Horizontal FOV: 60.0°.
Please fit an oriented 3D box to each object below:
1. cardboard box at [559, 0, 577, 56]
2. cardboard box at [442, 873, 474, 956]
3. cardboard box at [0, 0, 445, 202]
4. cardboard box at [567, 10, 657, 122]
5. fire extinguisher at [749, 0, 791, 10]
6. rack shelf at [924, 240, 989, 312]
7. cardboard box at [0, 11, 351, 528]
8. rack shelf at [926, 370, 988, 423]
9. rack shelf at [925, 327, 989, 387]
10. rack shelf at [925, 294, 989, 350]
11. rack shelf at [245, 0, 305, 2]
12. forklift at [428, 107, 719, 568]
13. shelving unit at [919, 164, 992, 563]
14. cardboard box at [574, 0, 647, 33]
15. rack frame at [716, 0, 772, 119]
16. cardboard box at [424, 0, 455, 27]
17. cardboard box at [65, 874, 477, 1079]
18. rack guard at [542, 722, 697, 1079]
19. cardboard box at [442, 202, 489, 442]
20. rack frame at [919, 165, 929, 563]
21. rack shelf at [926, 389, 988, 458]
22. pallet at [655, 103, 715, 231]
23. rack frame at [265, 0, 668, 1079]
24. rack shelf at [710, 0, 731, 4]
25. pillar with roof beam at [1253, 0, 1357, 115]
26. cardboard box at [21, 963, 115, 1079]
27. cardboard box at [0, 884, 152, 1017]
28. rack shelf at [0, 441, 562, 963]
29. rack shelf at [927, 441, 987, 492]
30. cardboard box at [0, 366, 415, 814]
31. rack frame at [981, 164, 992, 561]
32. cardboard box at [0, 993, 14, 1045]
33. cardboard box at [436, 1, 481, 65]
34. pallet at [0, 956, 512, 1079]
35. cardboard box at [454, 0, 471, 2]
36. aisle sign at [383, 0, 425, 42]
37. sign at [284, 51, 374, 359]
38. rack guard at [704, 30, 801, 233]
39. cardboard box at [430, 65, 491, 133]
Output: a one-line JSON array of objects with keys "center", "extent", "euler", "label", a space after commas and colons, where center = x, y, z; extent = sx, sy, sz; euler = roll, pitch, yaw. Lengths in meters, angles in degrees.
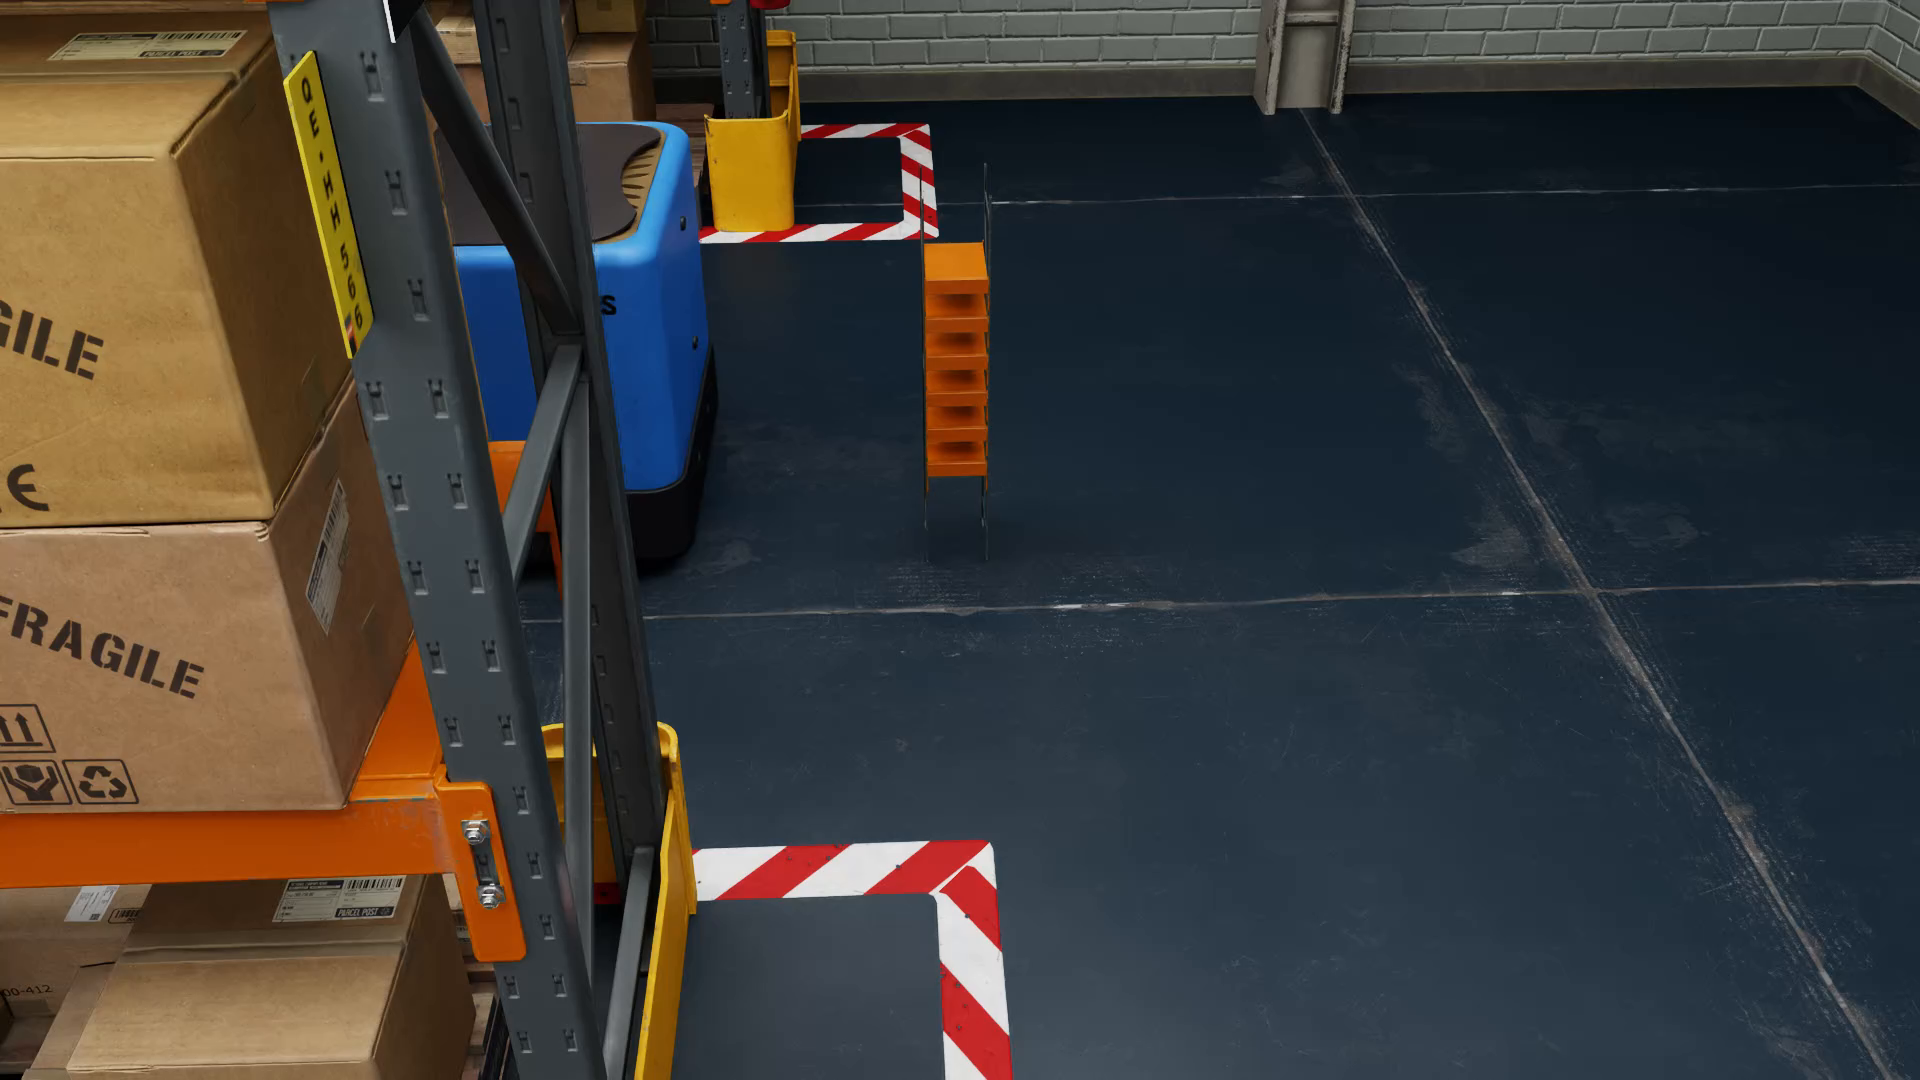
[{"center": [-1.758, -2.122, 6.938], "extent": [0.250, 0.149, 0.380], "euler": [-2, 35, -3], "label": "cardboard box"}, {"center": [-1.140, 0.730, 3.678], "extent": [0.250, 0.149, 0.380], "euler": [-2, 35, -2], "label": "cardboard box"}, {"center": [-1.161, -0.668, 2.612], "extent": [0.500, 0.500, 0.500], "euler": [-1, 35, -1], "label": "cardboard box"}, {"center": [-1.638, -1.962, 7.277], "extent": [0.500, 0.500, 0.700], "euler": [-2, 35, -2], "label": "cardboard box"}, {"center": [-0.771, -2.450, 6.550], "extent": [0.183, 0.674, 0.296], "euler": [-2, 35, -2], "label": "fire extinguisher"}, {"center": [-0.014, -0.752, 4.728], "extent": [0.180, 0.103, 0.258], "euler": [-2, 35, -2], "label": "rack shelf"}, {"center": [-1.137, -0.361, 2.170], "extent": [0.500, 0.500, 0.500], "euler": [-2, 35, -3], "label": "cardboard box"}, {"center": [-0.014, -0.456, 4.933], "extent": [0.180, 0.103, 0.258], "euler": [-2, 35, -2], "label": "rack shelf"}, {"center": [-0.014, -0.555, 4.865], "extent": [0.180, 0.103, 0.258], "euler": [-2, 35, -2], "label": "rack shelf"}, {"center": [-0.014, -0.654, 4.797], "extent": [0.180, 0.103, 0.258], "euler": [-2, 35, -2], "label": "rack shelf"}, {"center": [-2.703, -0.961, 1.999], "extent": [4.000, 0.370, 1.077], "euler": [-2, 35, -2], "label": "rack shelf"}, {"center": [-2.347, -1.363, 4.644], "extent": [3.031, 2.935, 1.130], "euler": [-1, 35, -1], "label": "forklift"}, {"center": [-0.014, -0.493, 4.908], "extent": [0.189, 1.200, 0.258], "euler": [-2, 35, -2], "label": "shelving unit"}, {"center": [-1.523, -2.346, 7.262], "extent": [0.250, 0.149, 0.380], "euler": [-1, 35, -2], "label": "cardboard box"}, {"center": [-0.943, -2.893, 6.795], "extent": [0.127, 3.000, 1.000], "euler": [-2, 35, -2], "label": "rack frame"}, {"center": [-2.278, -2.326, 7.232], "extent": [0.250, 0.149, 0.380], "euler": [-1, 35, -2], "label": "cardboard box"}, {"center": [-1.237, 0.924, 3.089], "extent": [0.500, 0.500, 0.500], "euler": [-2, 35, -2], "label": "cardboard box"}, {"center": [-0.781, 0.952, 3.434], "extent": [0.348, 0.500, 1.175], "euler": [-2, 35, -2], "label": "rack guard"}, {"center": [-1.161, -0.257, 2.897], "extent": [0.500, 0.500, 0.500], "euler": [-1, 35, -1], "label": "cardboard box"}, {"center": [-0.106, -0.491, 4.904], "extent": [0.006, 1.200, 0.240], "euler": [-2, 35, -2], "label": "rack frame"}, {"center": [-0.014, -0.358, 5.002], "extent": [0.180, 0.103, 0.258], "euler": [-2, 35, -2], "label": "rack shelf"}, {"center": [-1.738, -1.681, 7.493], "extent": [1.213, 0.211, 1.003], "euler": [-2, 35, -2], "label": "pallet"}, {"center": [-0.705, -0.077, 2.726], "extent": [0.127, 3.000, 1.000], "euler": [-2, 35, -2], "label": "rack frame"}, {"center": [-2.941, -2.544, 6.922], "extent": [4.000, 0.370, 1.077], "euler": [-2, 35, -2], "label": "rack shelf"}, {"center": [1.916, -3.477, 2.367], "extent": [0.400, 9.000, 9.100], "euler": [-2, 35, -2], "label": "pillar with roof beam"}, {"center": [-1.645, 1.021, 3.242], "extent": [0.250, 0.166, 0.380], "euler": [-2, 35, -2], "label": "cardboard box"}, {"center": [-1.761, 0.739, 3.576], "extent": [0.500, 0.250, 0.500], "euler": [-2, 35, -2], "label": "cardboard box"}, {"center": [-2.703, 0.272, 2.853], "extent": [4.000, 0.370, 1.077], "euler": [-2, 35, -2], "label": "rack shelf"}, {"center": [-0.014, -0.259, 5.070], "extent": [0.180, 0.103, 0.258], "euler": [-2, 35, -2], "label": "rack shelf"}, {"center": [-1.140, 0.048, 2.457], "extent": [0.500, 0.500, 0.500], "euler": [-1, 35, -1], "label": "cardboard box"}, {"center": [0.077, -0.495, 4.912], "extent": [0.006, 1.200, 0.240], "euler": [-2, 35, -2], "label": "rack frame"}, {"center": [-2.187, 1.035, 3.148], "extent": [0.500, 0.250, 0.500], "euler": [-2, 35, -2], "label": "cardboard box"}, {"center": [-2.013, -2.115, 6.927], "extent": [0.250, 0.149, 0.380], "euler": [-1, 35, -1], "label": "cardboard box"}, {"center": [-1.577, 1.093, 3.485], "extent": [1.213, 0.211, 1.003], "euler": [-2, 35, -2], "label": "pallet"}, {"center": [-2.028, -2.332, 7.241], "extent": [0.250, 0.149, 0.380], "euler": [-1, 35, -2], "label": "cardboard box"}, {"center": [-0.623, -0.974, 1.737], "extent": [0.004, 0.787, 0.394], "euler": [-2, 35, -2], "label": "aisle sign"}, {"center": [-0.699, -0.368, 1.850], "extent": [0.005, 0.325, 0.100], "euler": [-2, 35, -2], "label": "sign"}, {"center": [-0.919, -1.866, 7.507], "extent": [0.348, 0.500, 1.175], "euler": [-2, 35, -2], "label": "rack guard"}, {"center": [-2.138, -1.949, 7.258], "extent": [0.500, 0.500, 0.700], "euler": [-2, 35, -2], "label": "cardboard box"}]
